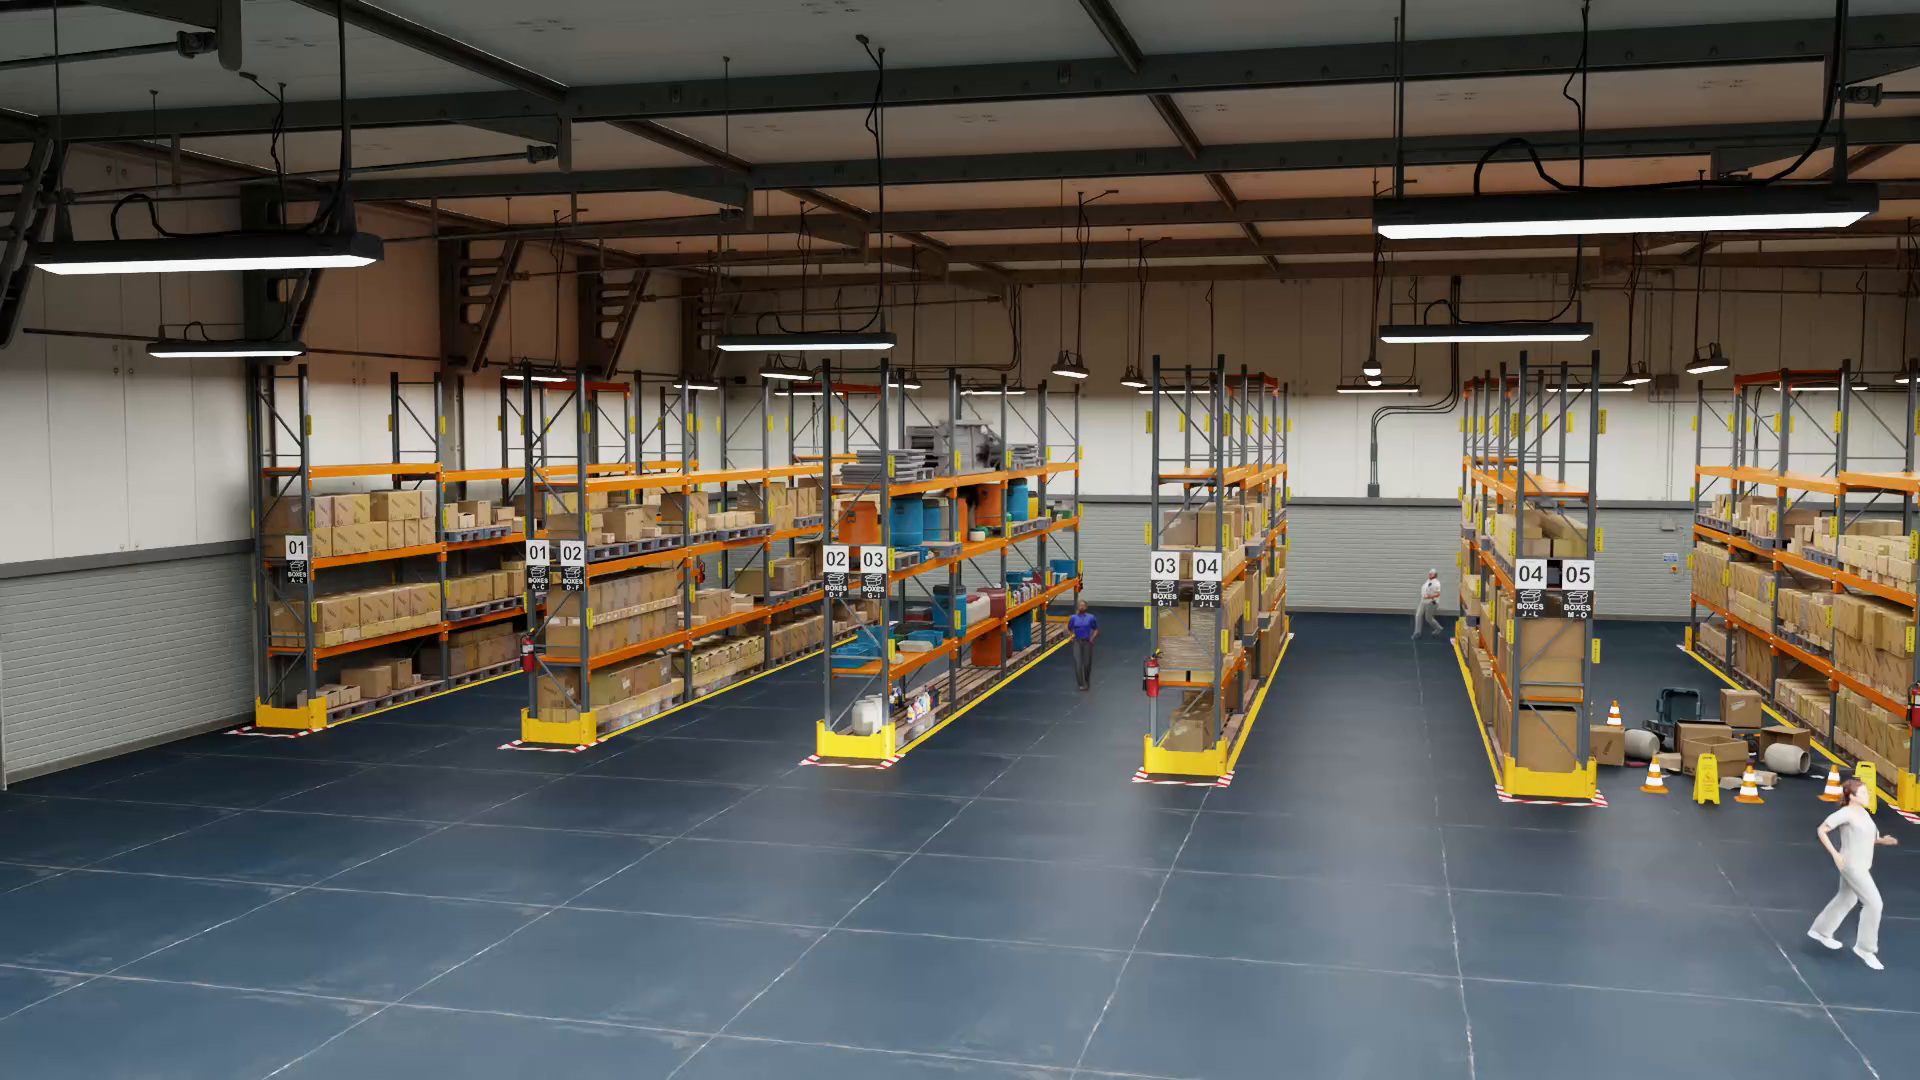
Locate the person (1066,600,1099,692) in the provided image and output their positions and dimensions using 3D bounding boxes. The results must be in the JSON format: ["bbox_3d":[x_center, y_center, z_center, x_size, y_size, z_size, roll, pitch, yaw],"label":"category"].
[{"bbox_3d":[2.156,1.884,29.363,0.569,1.641,0.515,0,4,6],"label":"person"}]

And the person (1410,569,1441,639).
[{"bbox_3d":[10.969,1.511,38.948,0.776,1.654,0.642,-1,4,-18],"label":"person"}]

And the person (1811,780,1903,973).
[{"bbox_3d":[8.365,3.092,15.507,0.543,1.710,0.817,-4,5,-43],"label":"person"}]
